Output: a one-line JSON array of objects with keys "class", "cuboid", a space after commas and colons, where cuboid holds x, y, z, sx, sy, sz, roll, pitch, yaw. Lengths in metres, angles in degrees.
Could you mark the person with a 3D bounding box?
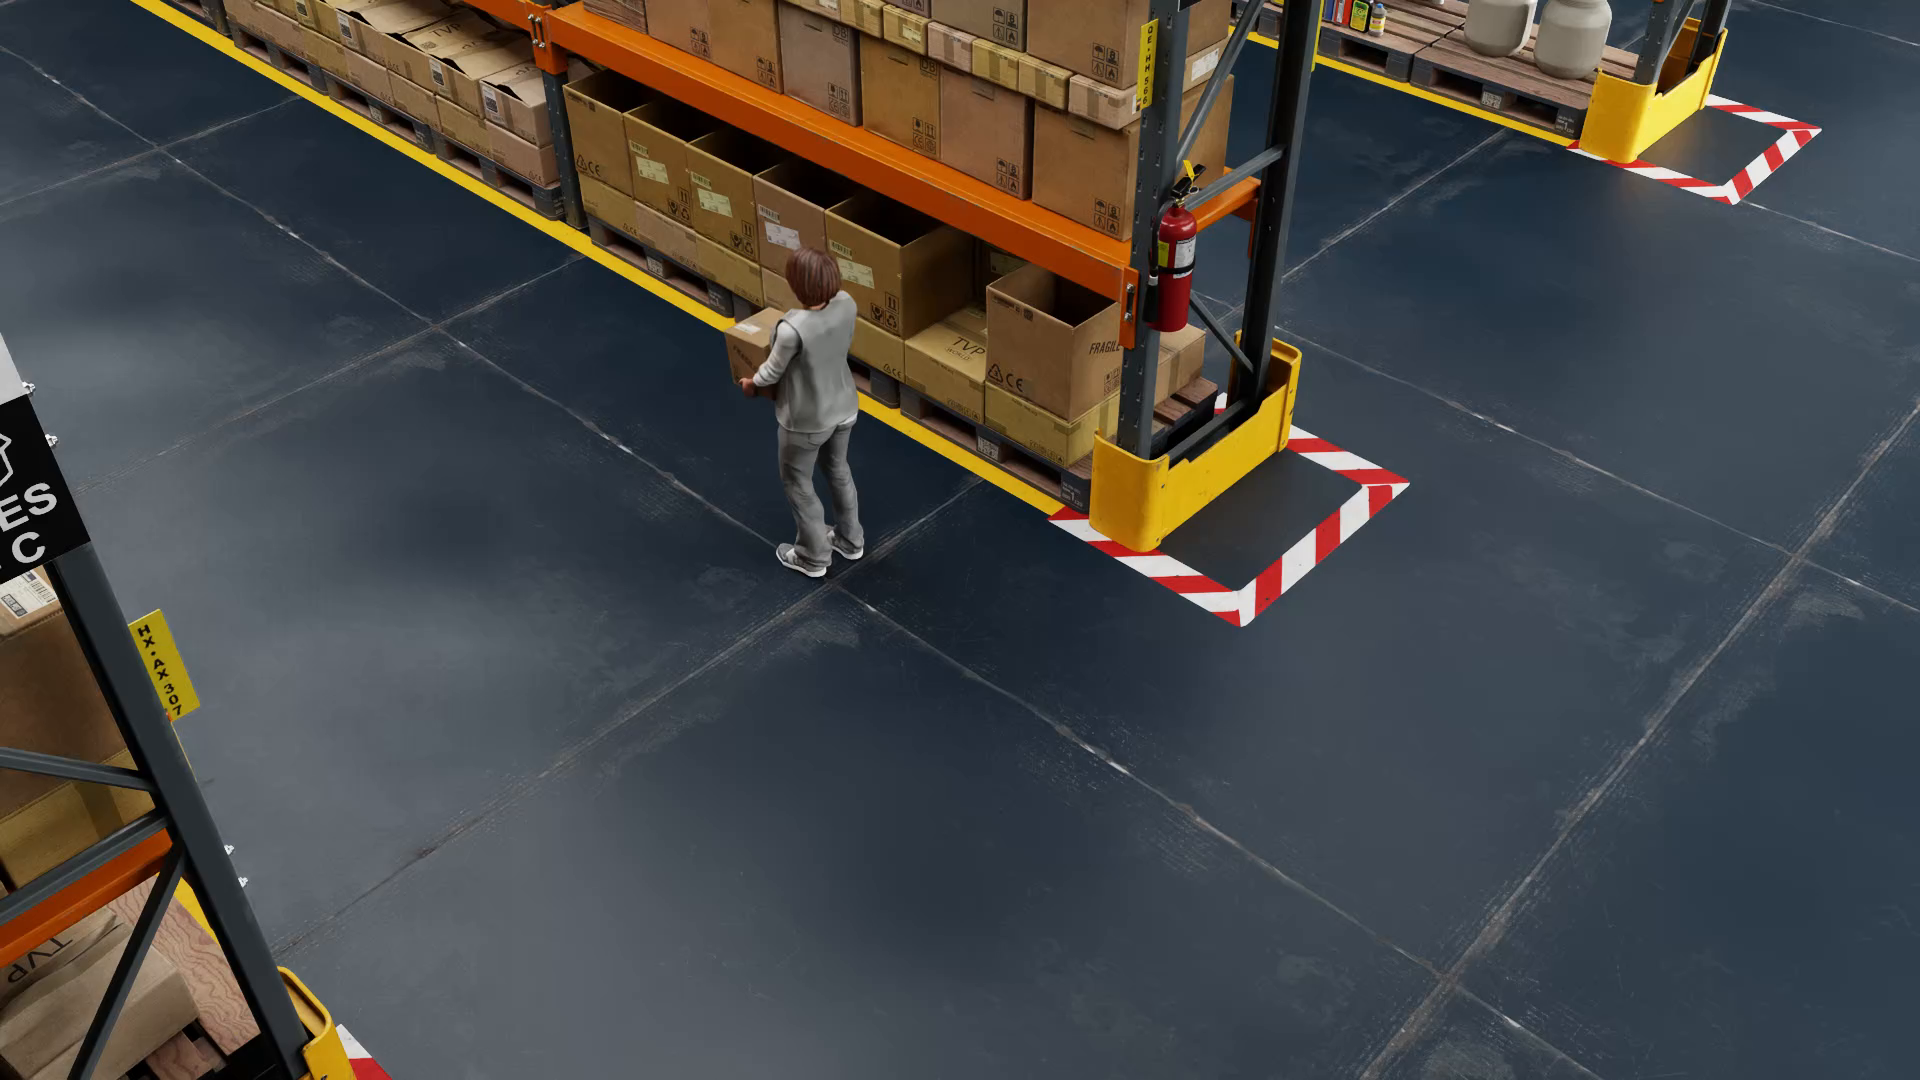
[{"class": "person", "cuboid": [-0.644, -0.547, 6.823, 0.494, 1.590, 0.404, 31, 49, 32]}]
